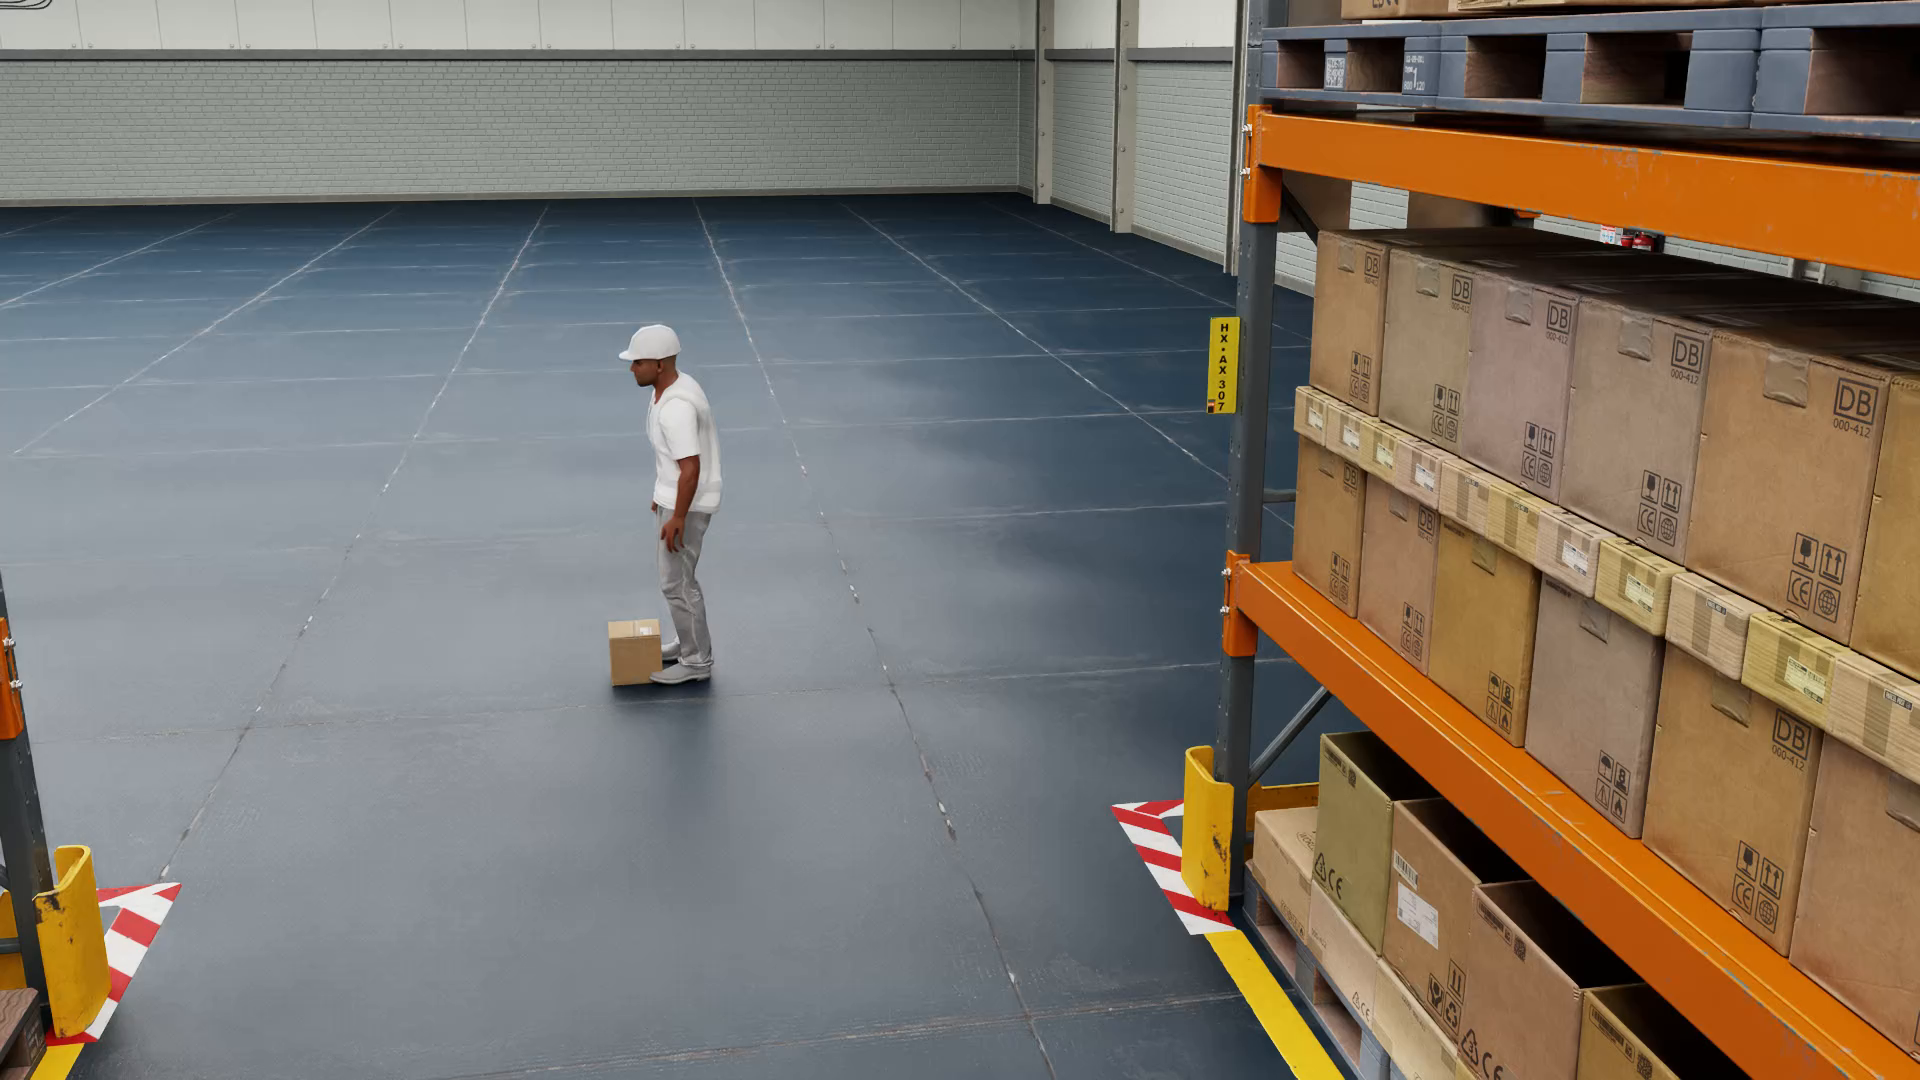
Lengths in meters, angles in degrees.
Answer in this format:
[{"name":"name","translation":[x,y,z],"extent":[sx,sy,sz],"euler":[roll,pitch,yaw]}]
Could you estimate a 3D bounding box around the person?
[{"name":"person","translation":[-1.390,-0.178,8.112],"extent":[0.454,1.761,0.636],"euler":[-4,17,-13]}]
